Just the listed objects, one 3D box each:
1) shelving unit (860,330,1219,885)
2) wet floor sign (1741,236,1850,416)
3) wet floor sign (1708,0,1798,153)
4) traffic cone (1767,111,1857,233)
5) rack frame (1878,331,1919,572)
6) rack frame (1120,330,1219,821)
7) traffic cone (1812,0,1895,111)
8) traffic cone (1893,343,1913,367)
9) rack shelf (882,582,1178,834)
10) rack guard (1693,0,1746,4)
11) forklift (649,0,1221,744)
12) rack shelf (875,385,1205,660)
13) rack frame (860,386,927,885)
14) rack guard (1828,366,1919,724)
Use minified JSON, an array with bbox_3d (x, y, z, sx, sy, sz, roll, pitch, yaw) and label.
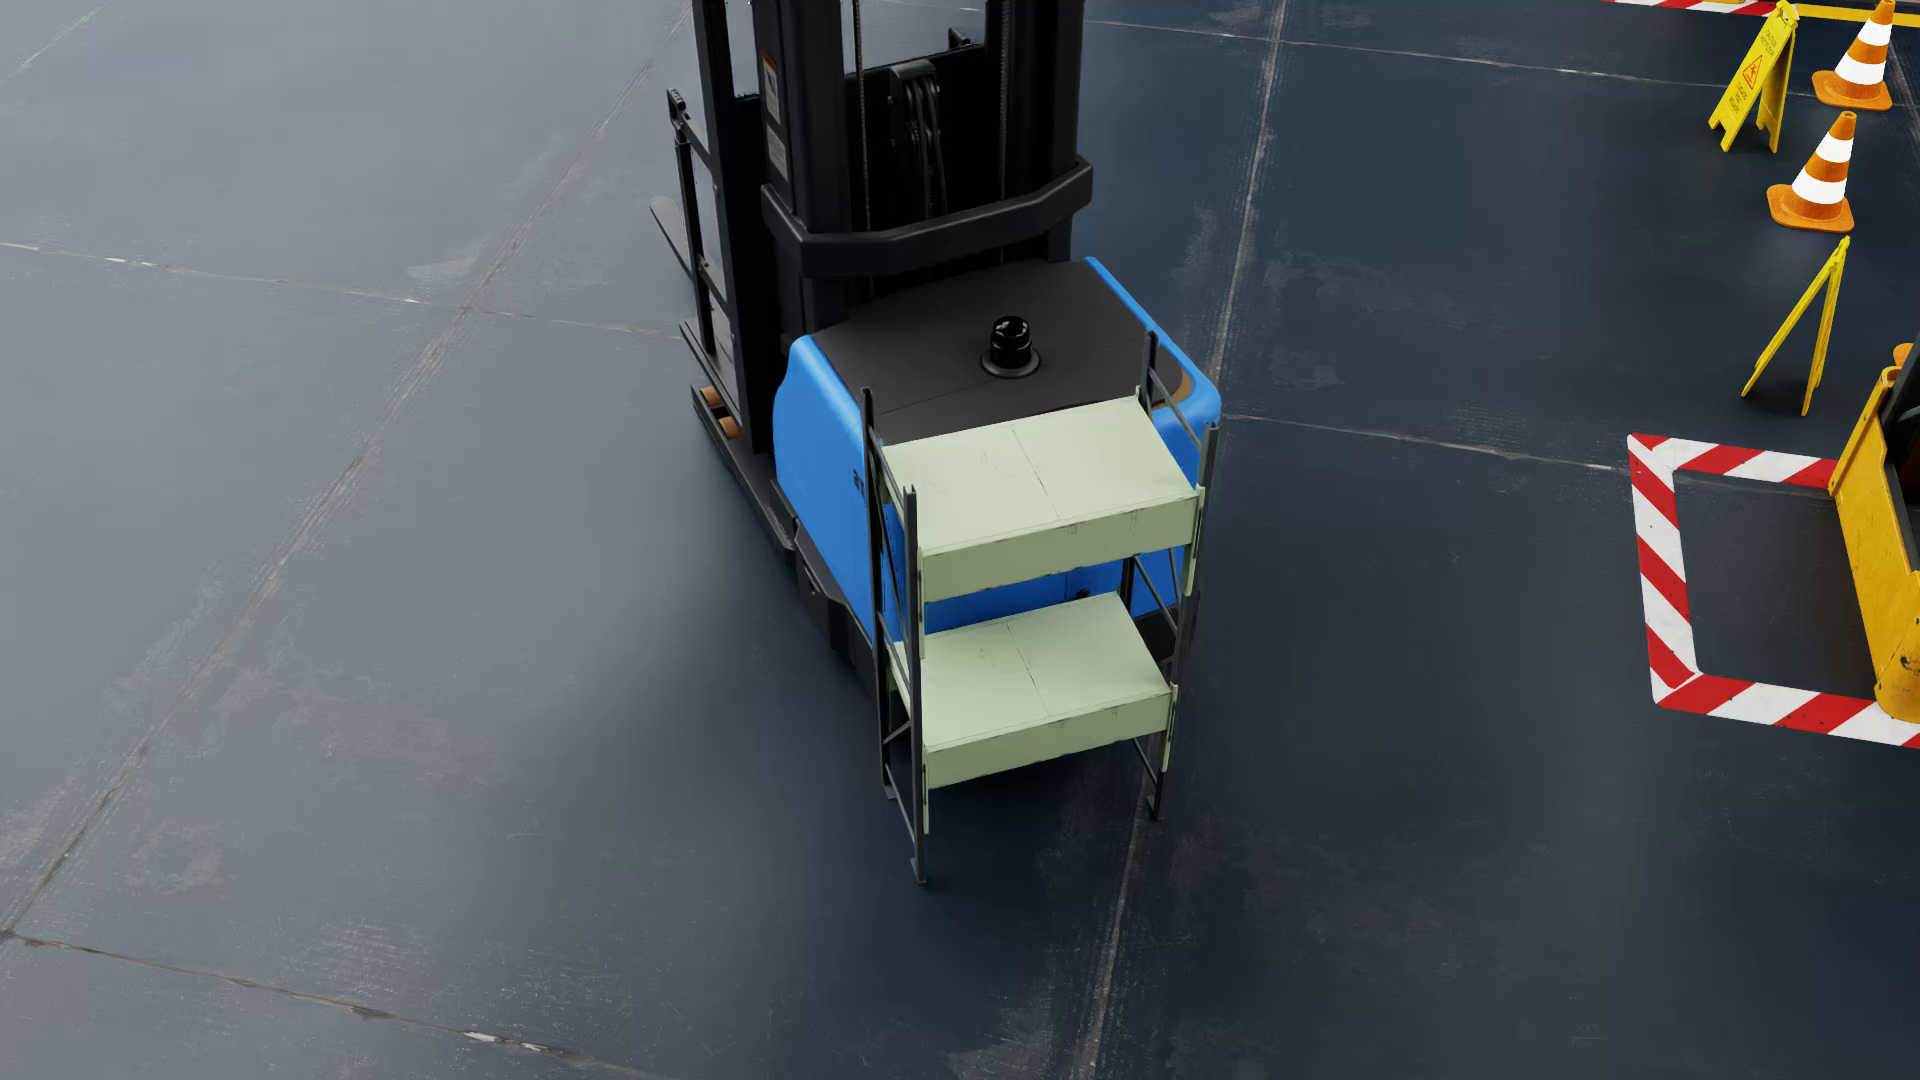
[{"bbox_3d":[0.182,0.229,4.430,0.755,1.500,0.431,-12,45,-13],"label":"shelving unit"},{"bbox_3d":[3.136,-0.813,6.130,0.232,0.644,0.267,24,49,23],"label":"wet floor sign"},{"bbox_3d":[3.610,-2.090,7.456,0.232,0.644,0.267,2,44,2],"label":"wet floor sign"},{"bbox_3d":[3.700,-1.605,7.084,0.334,0.463,0.336,9,45,9],"label":"traffic cone"},{"bbox_3d":[3.088,-0.909,4.531,0.127,3.000,1.000,9,45,9],"label":"rack frame"},{"bbox_3d":[0.530,0.152,4.510,0.023,1.500,0.400,-12,45,-13],"label":"rack frame"},{"bbox_3d":[4.279,-2.318,7.825,0.334,0.463,0.336,9,45,9],"label":"traffic cone"},{"bbox_3d":[3.790,-0.802,6.250,0.334,0.463,0.336,9,45,9],"label":"traffic cone"},{"bbox_3d":[0.182,0.464,4.656,0.720,0.370,0.431,-12,45,-13],"label":"rack shelf"},{"bbox_3d":[4.047,-3.377,8.898,0.348,0.500,1.175,9,45,9],"label":"rack guard"},{"bbox_3d":[-0.336,-1.463,5.156,1.130,2.935,3.031,-18,47,-18],"label":"forklift"},{"bbox_3d":[0.182,-0.052,4.160,0.720,0.370,0.431,-12,45,-13],"label":"rack shelf"},{"bbox_3d":[-0.167,0.307,4.350,0.023,1.500,0.400,-12,45,-13],"label":"rack frame"},{"bbox_3d":[3.162,0.003,5.386,0.348,0.500,1.175,9,45,9],"label":"rack guard"}]
